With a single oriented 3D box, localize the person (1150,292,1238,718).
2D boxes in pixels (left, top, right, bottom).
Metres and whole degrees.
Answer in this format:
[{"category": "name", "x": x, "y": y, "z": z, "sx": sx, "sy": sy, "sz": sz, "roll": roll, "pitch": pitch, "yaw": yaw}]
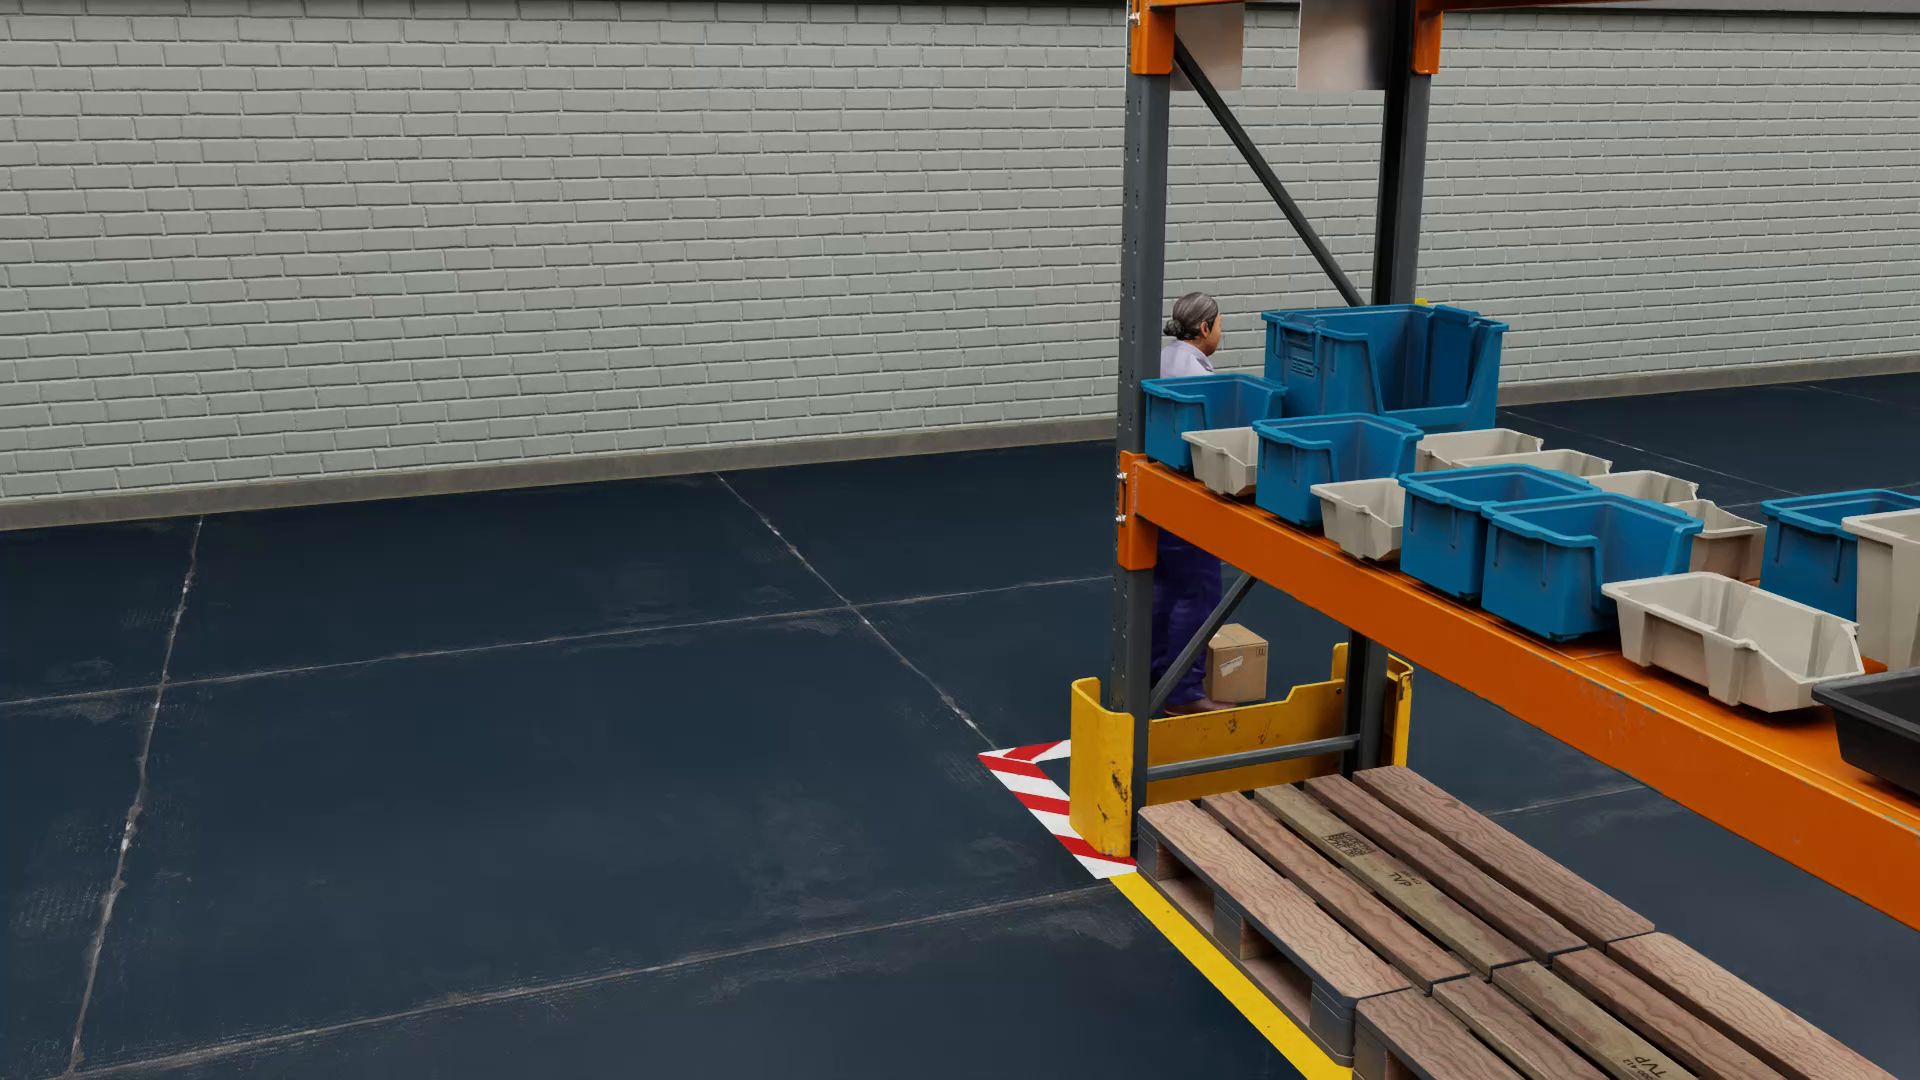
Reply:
[{"category": "person", "x": 0.863, "y": -0.140, "z": 6.545, "sx": 0.368, "sy": 1.649, "sz": 0.564, "roll": -6, "pitch": 17, "yaw": -20}]
